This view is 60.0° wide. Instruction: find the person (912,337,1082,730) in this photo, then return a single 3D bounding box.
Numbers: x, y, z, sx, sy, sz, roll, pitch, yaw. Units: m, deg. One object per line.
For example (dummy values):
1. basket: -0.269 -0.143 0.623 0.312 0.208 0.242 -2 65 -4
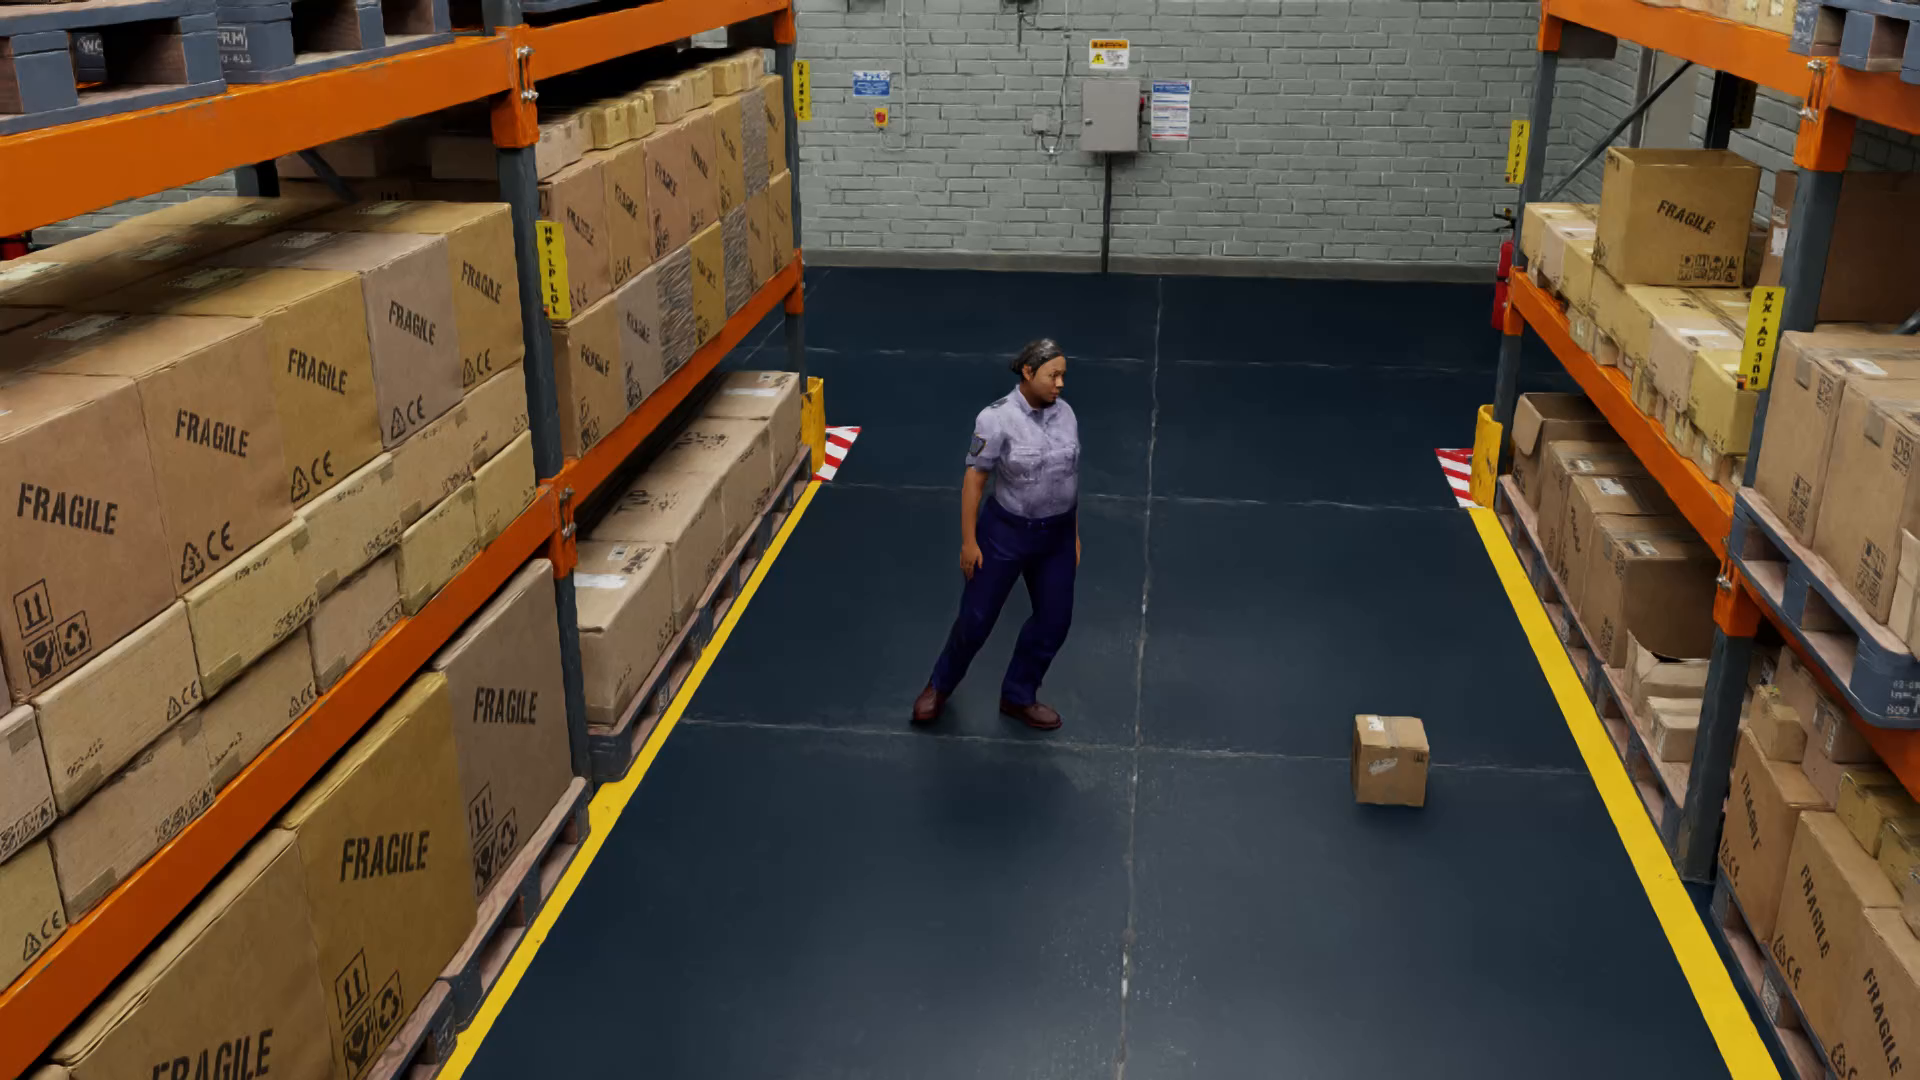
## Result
1. person: 0.149 -0.015 6.673 0.678 1.627 0.518 -12 25 -29
